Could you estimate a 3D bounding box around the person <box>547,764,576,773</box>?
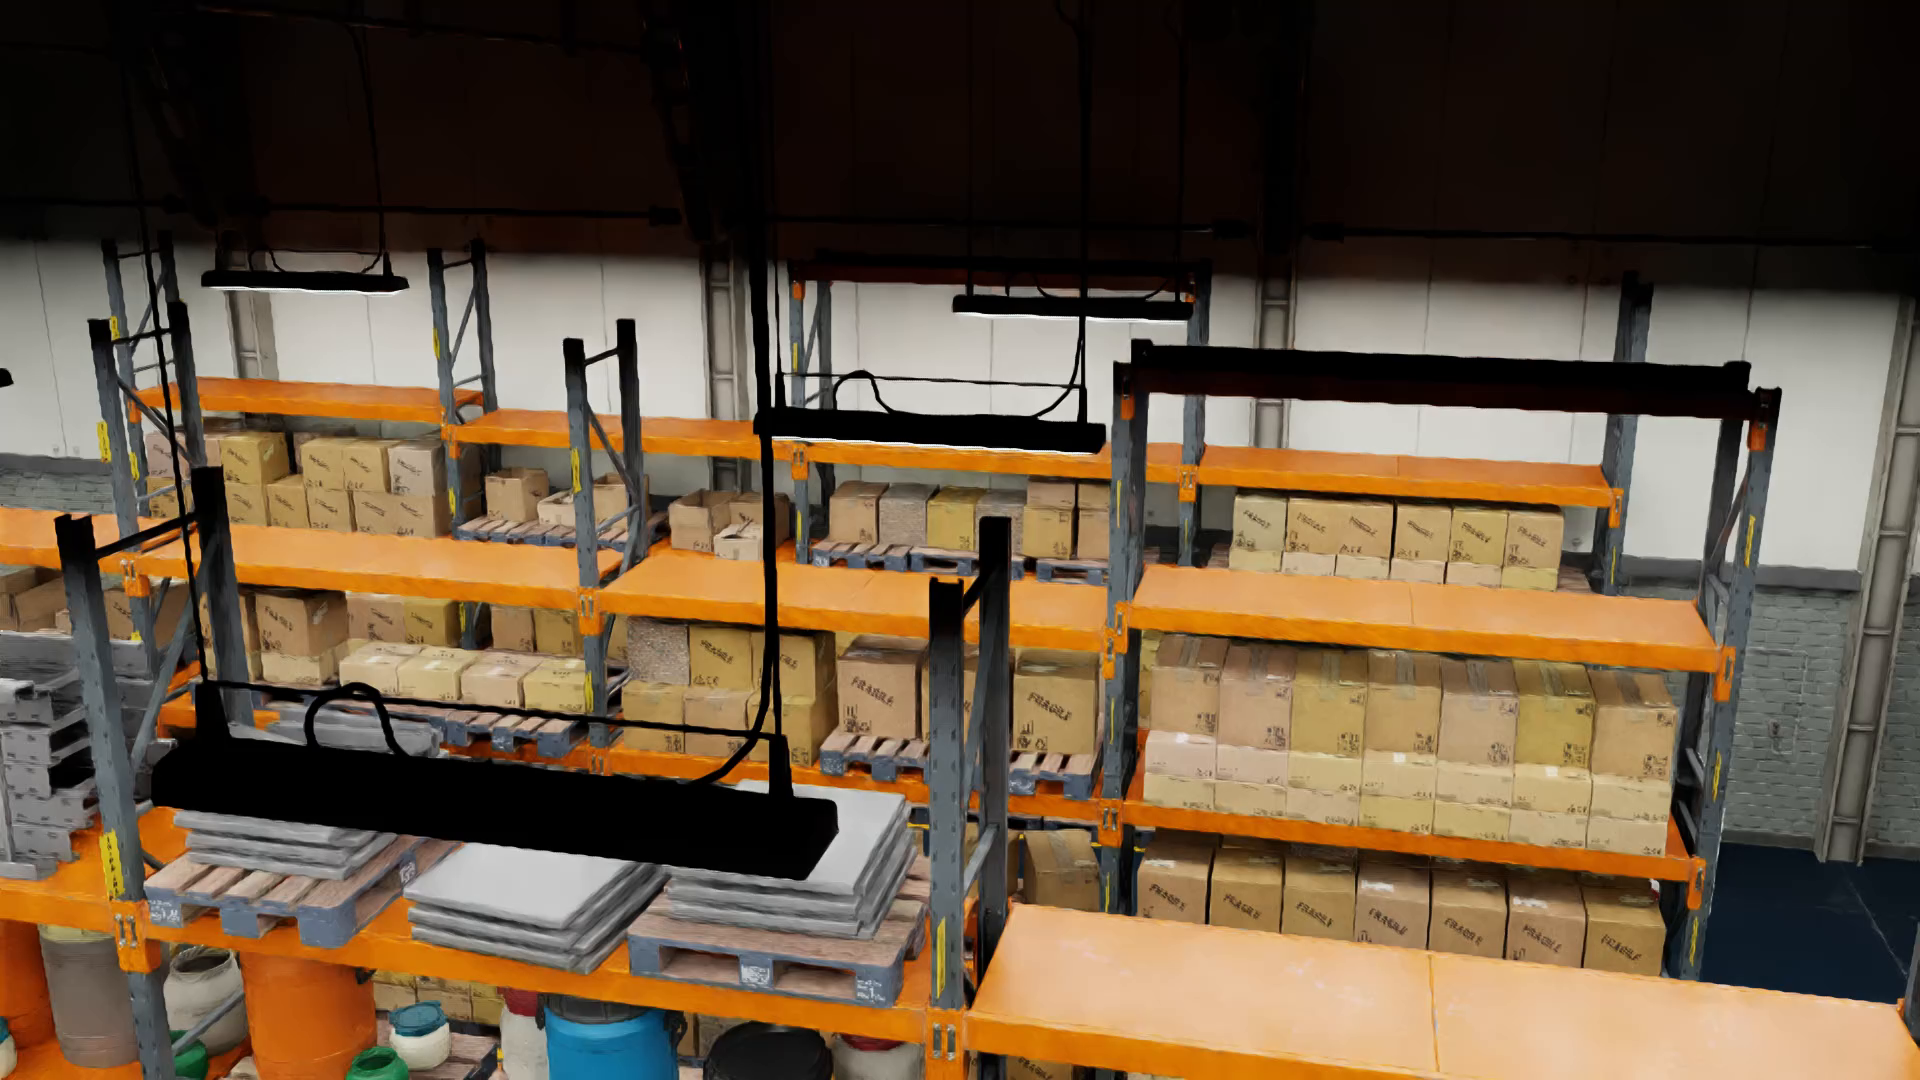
[{"bbox_3d":[-4.007,2.464,16.918,0.564,1.666,0.564,15,22,41],"label":"person"}]
